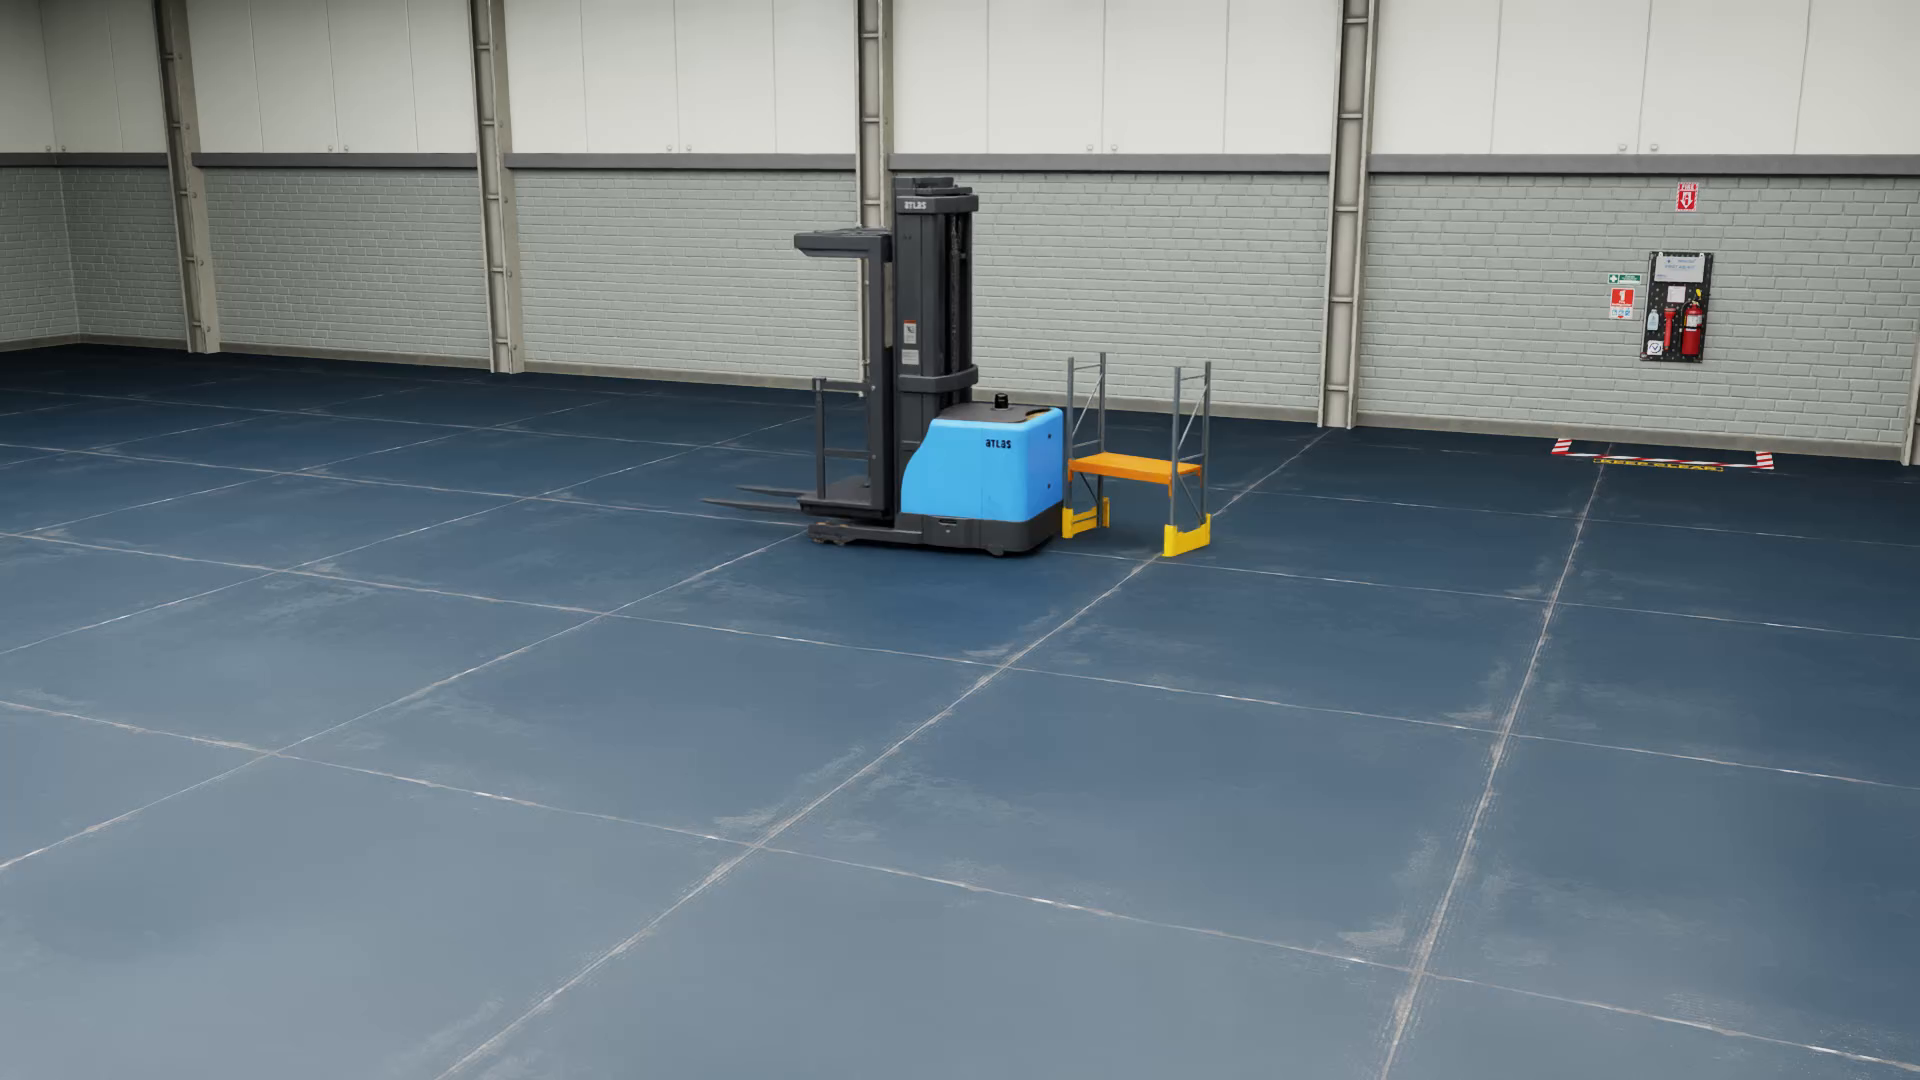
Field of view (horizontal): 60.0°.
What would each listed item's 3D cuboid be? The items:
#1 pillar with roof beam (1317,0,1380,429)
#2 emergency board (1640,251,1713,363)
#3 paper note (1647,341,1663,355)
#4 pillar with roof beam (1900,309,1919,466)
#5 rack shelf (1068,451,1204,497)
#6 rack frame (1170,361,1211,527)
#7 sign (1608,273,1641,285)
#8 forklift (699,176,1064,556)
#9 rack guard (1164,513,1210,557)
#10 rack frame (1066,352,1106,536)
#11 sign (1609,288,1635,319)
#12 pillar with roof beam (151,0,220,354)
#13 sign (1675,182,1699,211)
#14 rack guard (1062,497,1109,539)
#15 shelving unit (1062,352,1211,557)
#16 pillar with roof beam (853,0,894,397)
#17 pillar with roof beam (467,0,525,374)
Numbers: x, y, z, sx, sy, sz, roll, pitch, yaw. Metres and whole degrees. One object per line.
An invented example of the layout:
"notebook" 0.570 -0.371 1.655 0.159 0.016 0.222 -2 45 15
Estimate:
"pillar with roof beam" 2.662 -4.816 14.582 0.400 9.000 9.100 6 14 23
"emergency board" 7.648 -2.476 17.742 0.643 1.169 0.194 6 14 23
"paper note" 7.514 -2.078 17.974 0.142 0.148 0.016 6 14 23
"pillar with roof beam" 8.148 -4.261 12.216 0.400 9.000 9.100 6 14 23
"rack shelf" 1.440 -0.550 13.602 1.000 0.185 0.538 11 17 38
"rack frame" 1.833 -0.651 13.247 0.032 1.500 0.500 11 17 38
"sign" 7.184 -2.822 17.978 0.331 0.109 0.001 6 14 23
"forklift" -0.704 -1.495 13.709 3.031 2.935 1.130 5 14 21
"rack guard" 1.832 -0.043 13.390 0.087 0.250 0.587 11 17 38
"rack frame" 1.047 -0.799 13.876 0.032 1.500 0.500 11 17 38
"sign" 7.184 -2.566 18.048 0.234 0.329 0.001 6 14 23
"pillar with roof beam" -13.795 -6.482 21.680 0.400 9.000 9.100 6 14 23
"sign" 7.681 -3.626 17.569 0.199 0.298 0.001 6 14 23
"rack guard" 1.062 -0.187 14.006 0.087 0.250 0.587 11 17 38
"shelving unit" 1.447 -0.724 13.556 1.083 1.500 0.587 11 17 38
"pillar with roof beam" -2.824 -5.372 16.948 0.400 9.000 9.100 6 14 23
"pillar with roof beam" -8.310 -5.927 19.314 0.400 9.000 9.100 6 14 23
